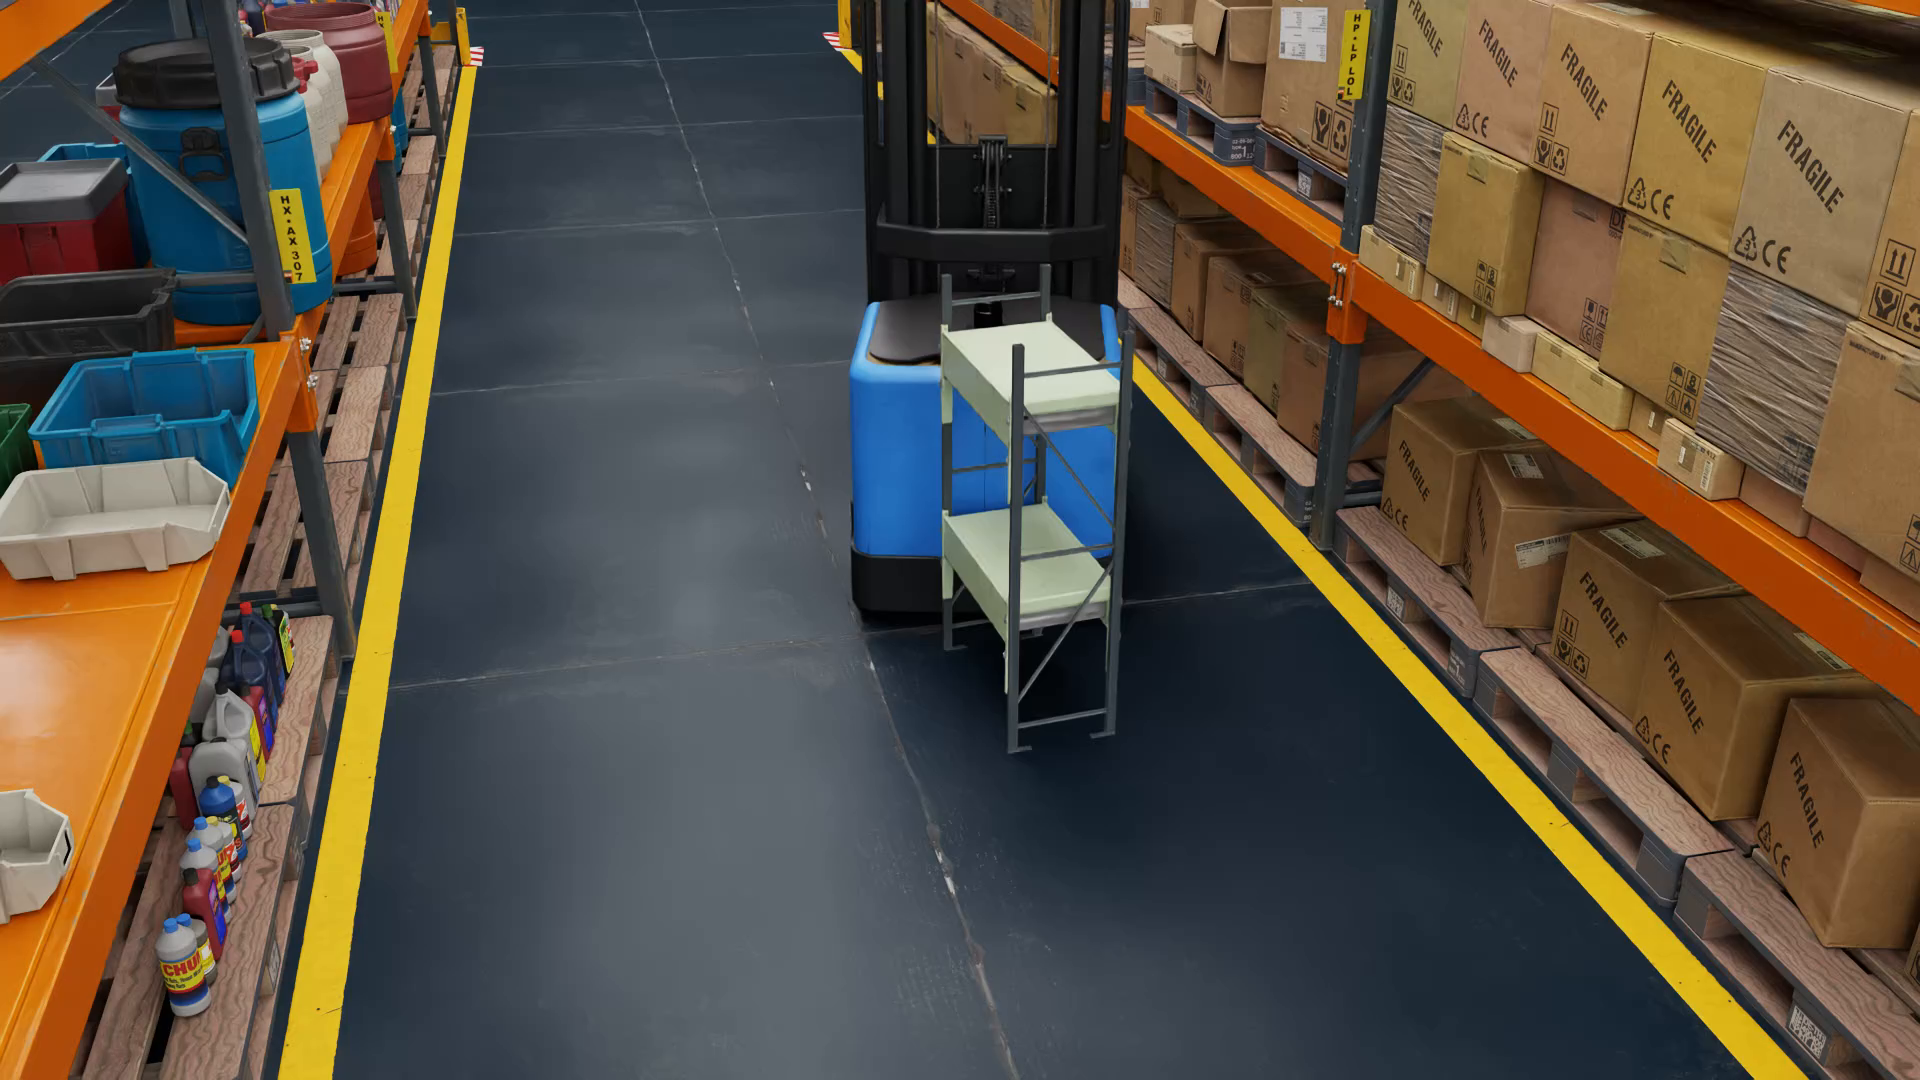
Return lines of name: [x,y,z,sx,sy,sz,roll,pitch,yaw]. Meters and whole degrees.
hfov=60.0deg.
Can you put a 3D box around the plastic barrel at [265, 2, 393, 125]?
plastic barrel: [-3.310,-2.501,8.724,0.600,0.536,0.708,-6,27,-12]

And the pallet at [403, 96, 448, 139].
pallet: [-4.815,-3.443,13.837,1.003,0.211,1.213,-6,27,-12]

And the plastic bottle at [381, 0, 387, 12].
plastic bottle: [-3.837,-3.493,10.896,0.144,0.351,0.185,-6,27,-12]

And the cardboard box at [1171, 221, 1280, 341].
cardboard box: [1.558,-1.414,9.008,0.700,0.500,0.500,-4,27,-7]

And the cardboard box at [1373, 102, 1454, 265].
cardboard box: [2.058,-1.333,6.122,0.875,0.500,0.500,-6,27,-12]

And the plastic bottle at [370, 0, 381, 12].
plastic bottle: [-3.708,-3.295,10.579,0.061,0.283,0.133,-6,27,-12]

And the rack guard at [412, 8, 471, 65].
rack guard: [-5.531,-5.018,16.637,1.175,0.500,0.348,-6,27,-12]

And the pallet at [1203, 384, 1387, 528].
pallet: [1.840,-0.456,7.920,1.003,0.211,1.213,-6,27,-12]

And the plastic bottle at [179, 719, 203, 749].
plastic bottle: [-2.361,0.661,5.138,0.061,0.283,0.133,-6,27,-12]

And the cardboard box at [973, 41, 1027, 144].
cardboard box: [0.787,-3.052,11.859,1.225,0.875,0.875,-6,27,-11]

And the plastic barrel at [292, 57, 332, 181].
plastic barrel: [-3.073,-1.872,7.479,0.433,0.535,0.433,0,27,0]

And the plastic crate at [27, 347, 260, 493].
plastic crate: [-2.295,-0.332,4.744,0.499,0.251,0.616,-6,27,-12]

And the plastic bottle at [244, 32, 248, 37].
plastic bottle: [-4.387,-3.026,10.136,0.097,0.201,0.097,0,27,0]

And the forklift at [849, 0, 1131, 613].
forklift: [0.151,-1.640,7.246,1.130,2.935,3.031,1,27,2]

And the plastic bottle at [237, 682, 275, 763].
plastic bottle: [-2.262,0.564,5.329,0.061,0.283,0.133,-4,27,-8]

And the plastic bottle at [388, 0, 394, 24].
plastic bottle: [-3.929,-3.631,11.252,0.152,0.276,0.135,-6,27,-12]

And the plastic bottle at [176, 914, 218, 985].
plastic bottle: [-2.035,1.079,4.401,0.097,0.201,0.097,0,27,0]

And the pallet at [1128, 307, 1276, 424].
pallet: [1.562,-0.993,8.983,1.003,0.211,1.213,-6,27,-12]

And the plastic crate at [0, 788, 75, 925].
plastic crate: [-1.795,0.591,3.042,0.298,0.136,0.250,-6,27,-12]

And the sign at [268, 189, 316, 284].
sign: [-2.270,-1.031,5.657,0.100,0.325,0.005,-6,27,-12]

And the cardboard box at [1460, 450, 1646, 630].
cardboard box: [2.205,-0.001,6.231,0.500,0.500,0.500,2,27,5]

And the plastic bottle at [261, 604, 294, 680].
plastic bottle: [-2.379,0.337,5.779,0.061,0.283,0.133,-5,27,-9]

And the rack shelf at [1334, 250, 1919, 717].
rack shelf: [2.468,-0.161,5.038,1.077,0.370,4.000,-6,27,-12]

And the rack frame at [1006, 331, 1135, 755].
rack frame: [0.354,0.044,5.498,0.400,1.500,0.023,-8,28,-16]

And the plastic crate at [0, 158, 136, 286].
plastic crate: [-3.216,-1.067,5.964,0.402,0.464,0.583,-6,27,-12]

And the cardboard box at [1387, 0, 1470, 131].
cardboard box: [1.871,-1.760,5.858,0.500,0.500,0.500,-6,27,-12]

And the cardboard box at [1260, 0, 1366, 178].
cardboard box: [1.974,-2.178,7.104,1.000,1.000,1.000,-6,27,-11]

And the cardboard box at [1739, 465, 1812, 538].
cardboard box: [2.355,-0.143,4.483,0.380,0.149,0.250,-6,27,-12]

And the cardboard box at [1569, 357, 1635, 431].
cardboard box: [2.123,-0.465,5.122,0.380,0.149,0.250,-6,27,-12]

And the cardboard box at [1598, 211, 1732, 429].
cardboard box: [2.420,-0.677,4.822,0.875,0.500,0.500,-6,27,-12]

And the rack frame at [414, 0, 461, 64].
rack frame: [-5.513,-6.125,16.056,1.000,3.000,0.127,-6,27,-12]

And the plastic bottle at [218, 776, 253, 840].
plastic bottle: [-2.180,0.796,4.961,0.097,0.201,0.097,0,27,0]

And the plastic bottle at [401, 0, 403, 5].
plastic bottle: [-4.125,-4.013,12.009,0.152,0.276,0.135,-6,27,-12]

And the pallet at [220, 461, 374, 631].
pallet: [-3.023,0.047,6.922,1.003,0.211,1.213,-6,27,-12]

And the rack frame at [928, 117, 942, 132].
rack frame: [0.214,-4.872,13.573,1.000,3.000,0.127,-6,27,-12]

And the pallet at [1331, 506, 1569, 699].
pallet: [2.203,0.176,6.666,1.003,0.211,1.213,-6,27,-12]

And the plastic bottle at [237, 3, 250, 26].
plastic bottle: [-4.474,-3.197,10.384,0.061,0.283,0.133,-6,27,-12]

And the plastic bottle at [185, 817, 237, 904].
plastic bottle: [-2.112,0.899,4.680,0.097,0.271,0.097,0,27,0]

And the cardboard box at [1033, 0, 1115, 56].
cardboard box: [0.763,-3.352,10.451,0.500,0.500,0.500,-5,27,-10]

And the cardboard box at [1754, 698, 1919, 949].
cardboard box: [2.626,0.790,4.664,0.500,0.500,0.500,1,27,2]

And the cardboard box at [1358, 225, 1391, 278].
cardboard box: [1.772,-1.123,6.424,0.380,0.149,0.250,-6,27,-12]

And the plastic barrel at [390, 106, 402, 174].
plastic barrel: [-4.346,-3.068,11.862,0.600,0.901,0.708,-6,27,-12]

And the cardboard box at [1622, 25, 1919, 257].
cardboard box: [2.221,-1.103,4.555,0.500,0.500,0.500,-6,27,-12]

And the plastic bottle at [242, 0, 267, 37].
plastic bottle: [-4.470,-3.301,10.516,0.144,0.351,0.185,-6,27,-12]

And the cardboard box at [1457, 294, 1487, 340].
cardboard box: [1.965,-0.796,5.777,0.380,0.149,0.250,-6,27,-12]

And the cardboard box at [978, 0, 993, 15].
cardboard box: [0.422,-4.022,11.779,0.500,0.500,0.500,-5,27,-11]

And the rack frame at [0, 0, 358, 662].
rack frame: [-2.809,-0.857,5.618,1.000,3.000,0.127,-6,27,-12]

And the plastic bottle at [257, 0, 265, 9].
plastic bottle: [-4.487,-3.343,10.673,0.061,0.283,0.133,-6,27,-12]

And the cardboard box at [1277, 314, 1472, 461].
cardboard box: [1.900,-0.712,7.617,0.700,0.500,0.500,-8,28,-16]

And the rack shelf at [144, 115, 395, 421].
rack shelf: [-3.259,-1.414,7.520,1.077,0.370,4.000,-6,27,-12]

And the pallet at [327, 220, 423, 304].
pallet: [-3.928,-1.710,10.403,1.003,0.211,1.213,-6,27,-12]

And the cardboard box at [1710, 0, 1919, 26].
cardboard box: [2.612,-1.375,5.094,0.500,0.500,0.500,-6,27,-12]

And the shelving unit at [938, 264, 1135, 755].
shelving unit: [0.240,-0.113,5.809,0.431,1.500,0.755,-8,28,-16]

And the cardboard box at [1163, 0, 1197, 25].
cardboard box: [1.499,-2.880,9.050,0.700,0.500,0.500,-2,27,-4]

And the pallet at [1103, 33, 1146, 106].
pallet: [1.380,-2.728,9.539,1.213,0.211,1.003,-6,27,-12]

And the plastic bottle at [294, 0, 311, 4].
plastic bottle: [-4.521,-3.680,11.351,0.152,0.276,0.135,-6,27,-12]

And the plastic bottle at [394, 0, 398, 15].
plastic bottle: [-4.012,-3.791,11.570,0.152,0.276,0.135,-6,27,-12]
